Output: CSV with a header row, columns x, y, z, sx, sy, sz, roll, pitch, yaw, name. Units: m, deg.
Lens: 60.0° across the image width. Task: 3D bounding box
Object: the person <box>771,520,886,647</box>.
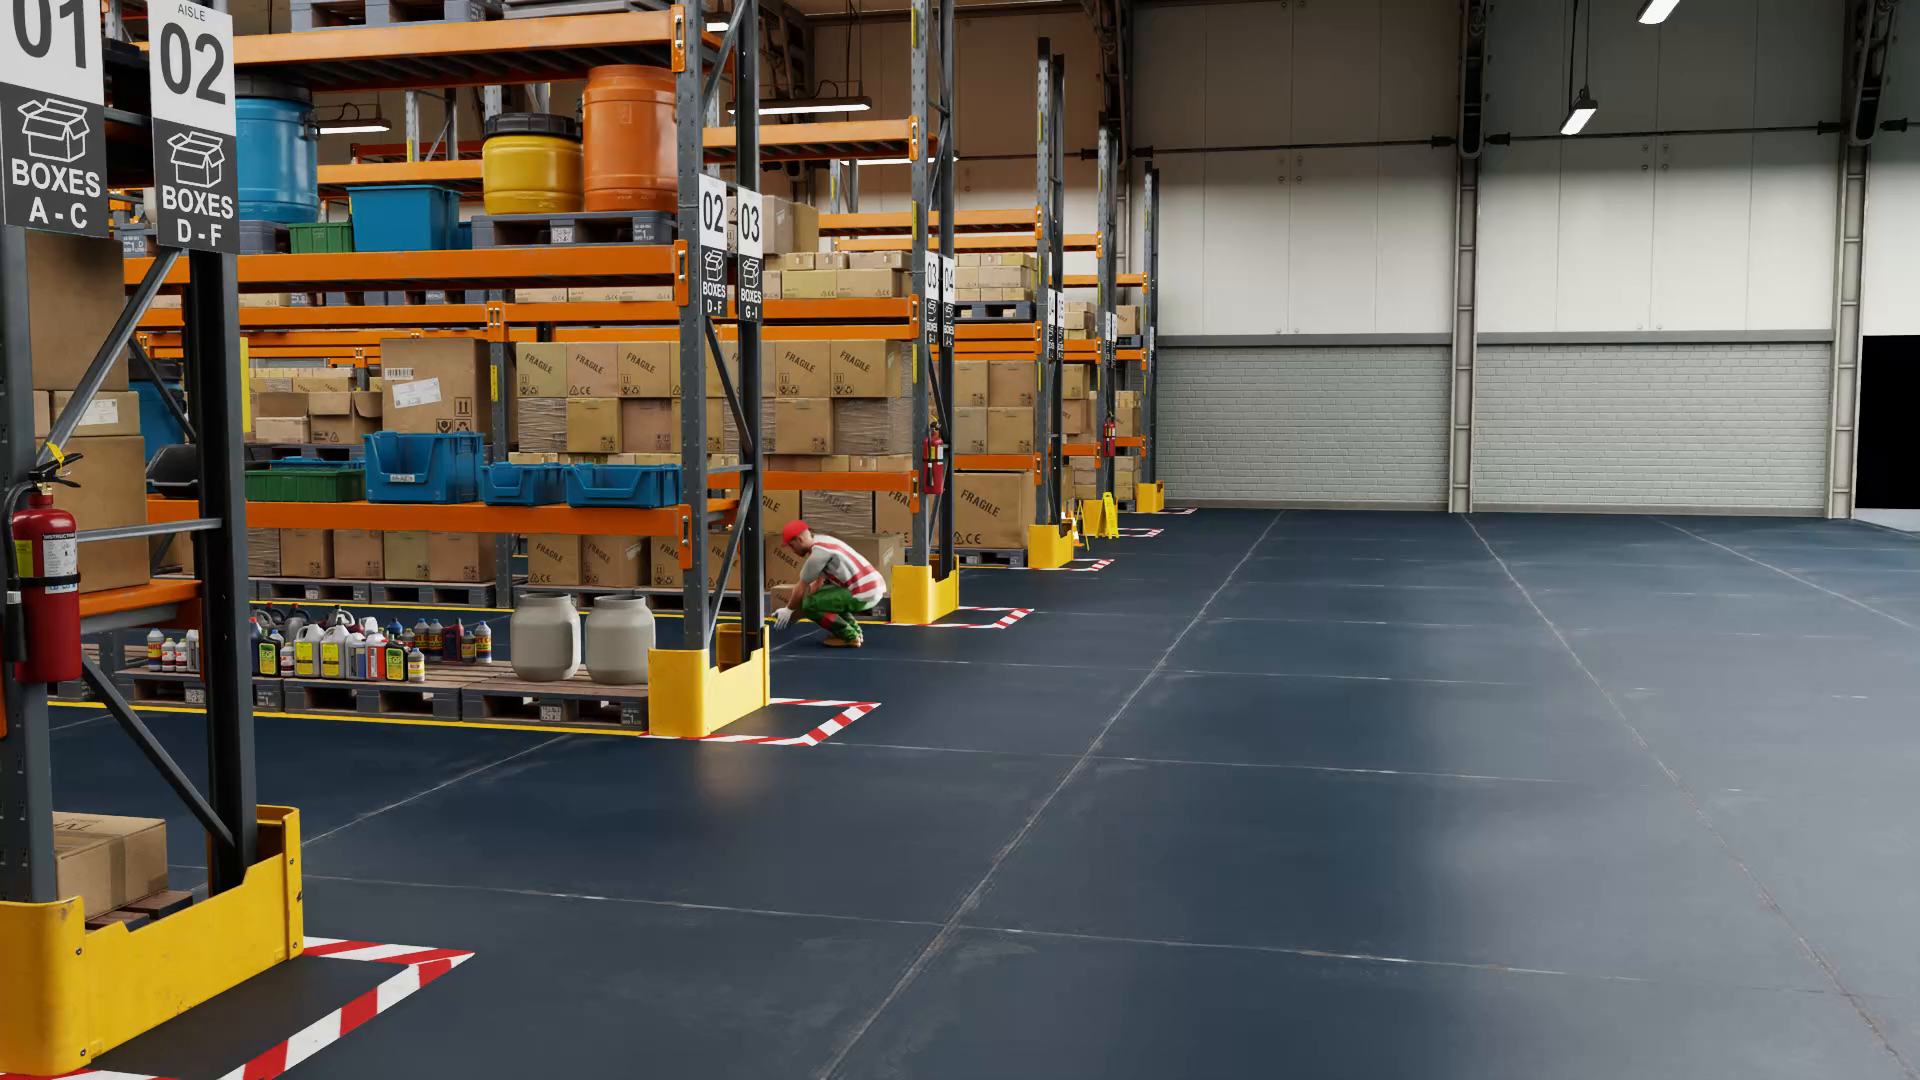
x,y,z,sx,sy,sz,roll,pitch,yaw,name
-1.036,0.336,13.134,0.879,0.993,0.548,1,5,13,person
